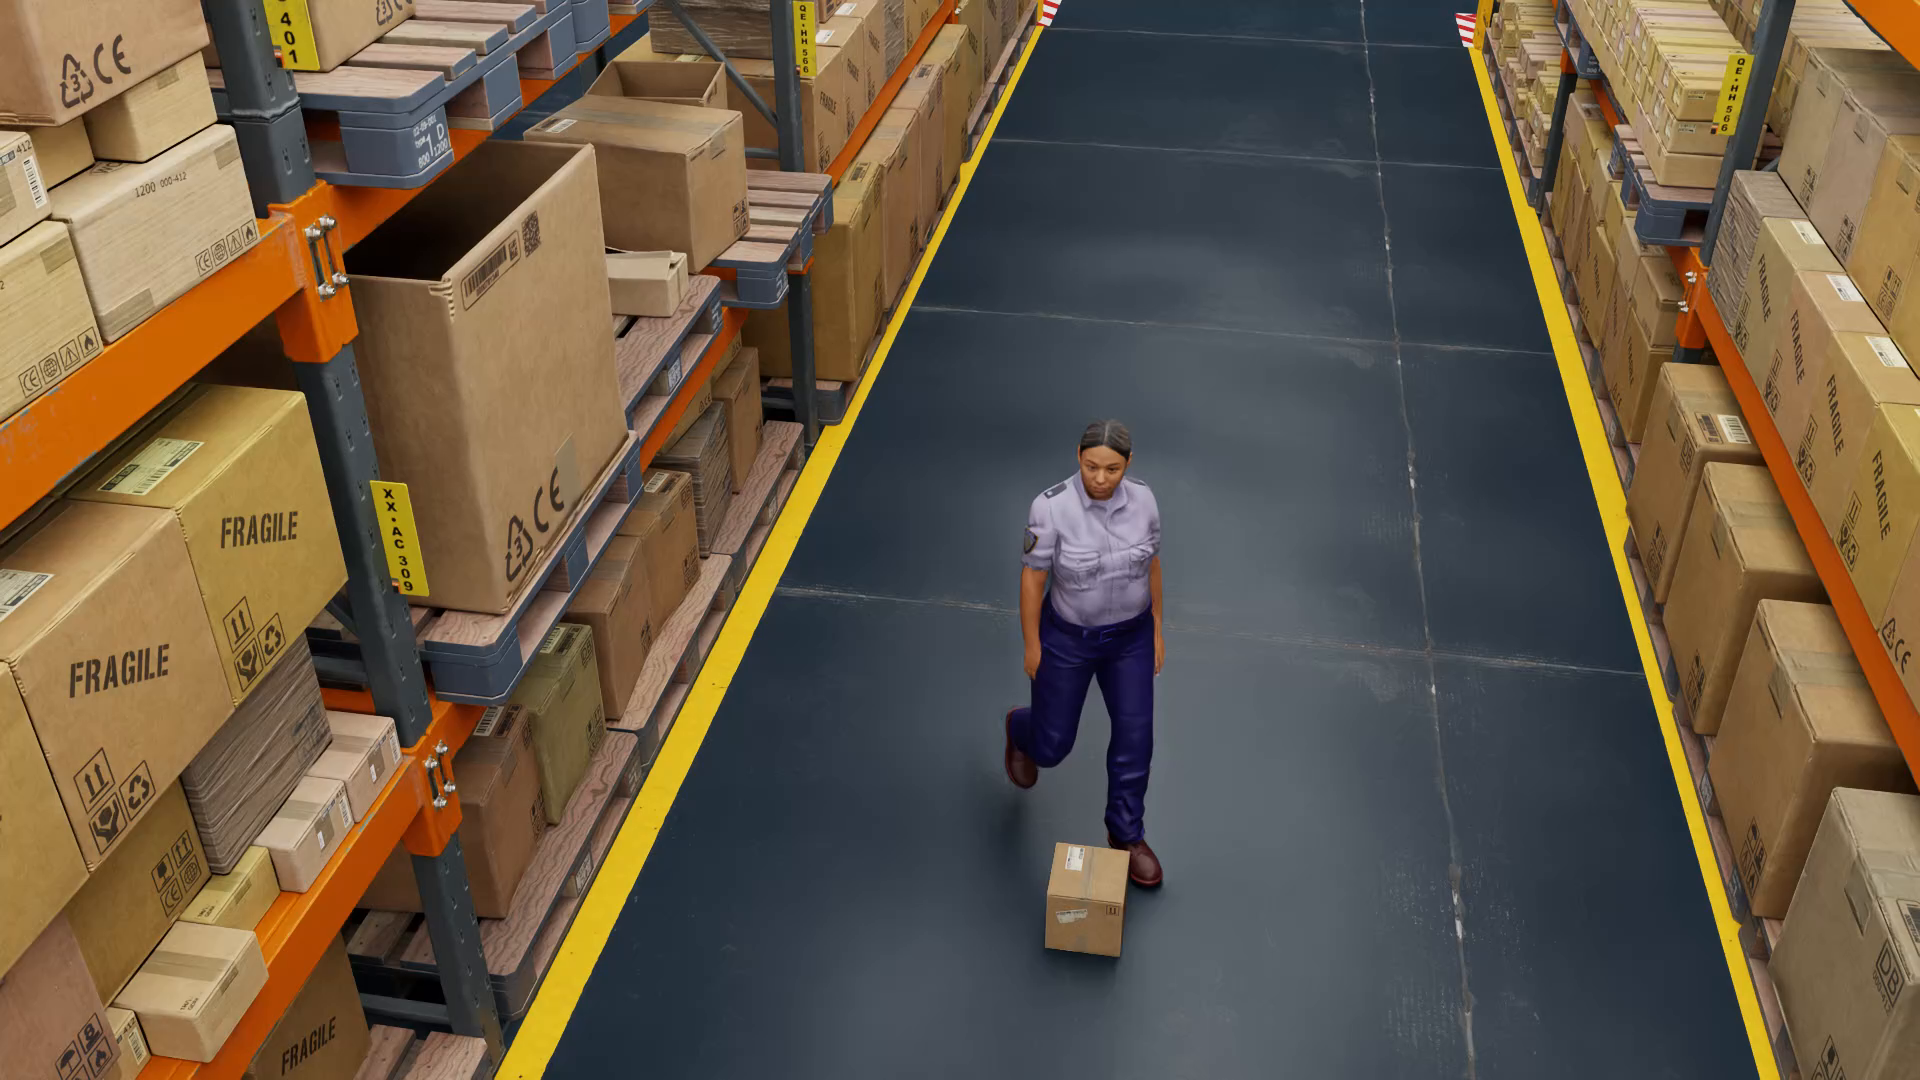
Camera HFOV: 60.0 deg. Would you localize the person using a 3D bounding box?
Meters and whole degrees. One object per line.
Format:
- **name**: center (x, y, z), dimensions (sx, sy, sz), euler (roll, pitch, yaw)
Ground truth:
- **person**: center (0.531, 0.420, 5.522), dimensions (0.521, 1.686, 0.438), euler (-3, 33, -5)
